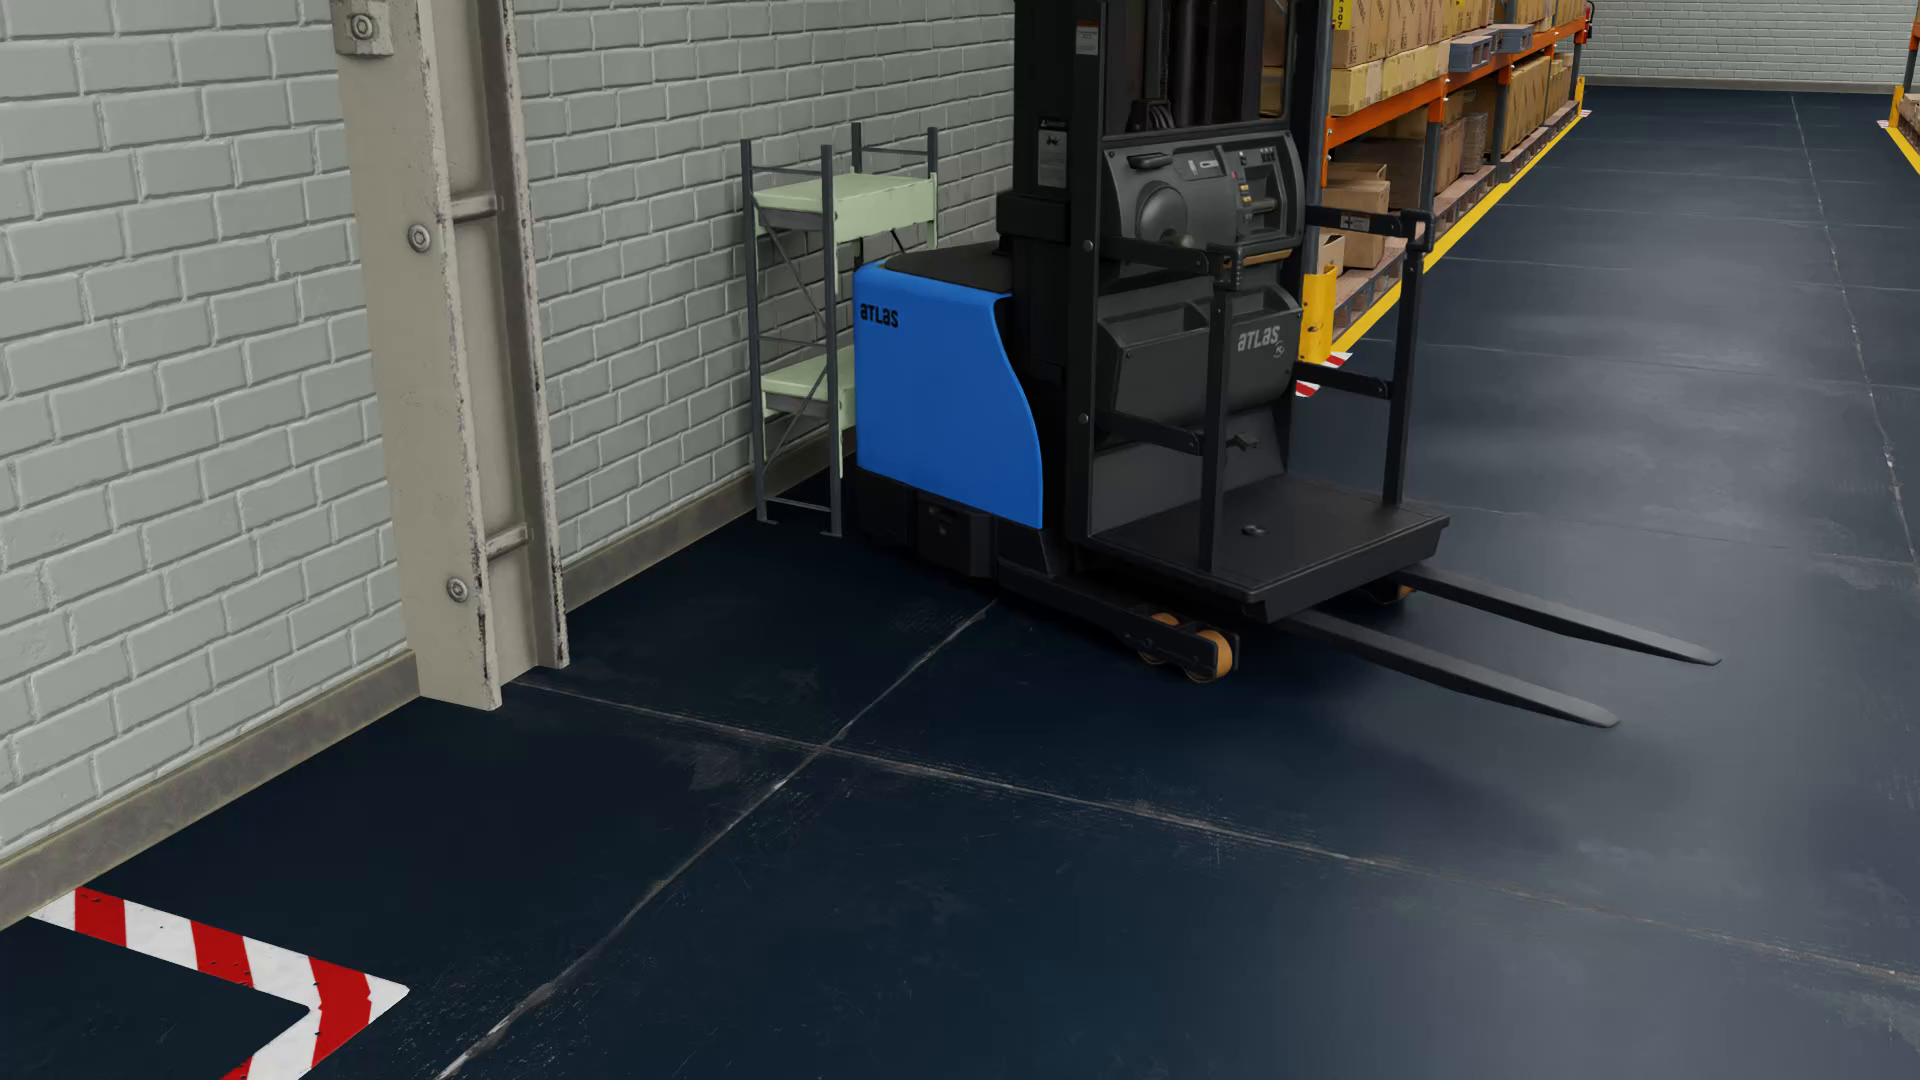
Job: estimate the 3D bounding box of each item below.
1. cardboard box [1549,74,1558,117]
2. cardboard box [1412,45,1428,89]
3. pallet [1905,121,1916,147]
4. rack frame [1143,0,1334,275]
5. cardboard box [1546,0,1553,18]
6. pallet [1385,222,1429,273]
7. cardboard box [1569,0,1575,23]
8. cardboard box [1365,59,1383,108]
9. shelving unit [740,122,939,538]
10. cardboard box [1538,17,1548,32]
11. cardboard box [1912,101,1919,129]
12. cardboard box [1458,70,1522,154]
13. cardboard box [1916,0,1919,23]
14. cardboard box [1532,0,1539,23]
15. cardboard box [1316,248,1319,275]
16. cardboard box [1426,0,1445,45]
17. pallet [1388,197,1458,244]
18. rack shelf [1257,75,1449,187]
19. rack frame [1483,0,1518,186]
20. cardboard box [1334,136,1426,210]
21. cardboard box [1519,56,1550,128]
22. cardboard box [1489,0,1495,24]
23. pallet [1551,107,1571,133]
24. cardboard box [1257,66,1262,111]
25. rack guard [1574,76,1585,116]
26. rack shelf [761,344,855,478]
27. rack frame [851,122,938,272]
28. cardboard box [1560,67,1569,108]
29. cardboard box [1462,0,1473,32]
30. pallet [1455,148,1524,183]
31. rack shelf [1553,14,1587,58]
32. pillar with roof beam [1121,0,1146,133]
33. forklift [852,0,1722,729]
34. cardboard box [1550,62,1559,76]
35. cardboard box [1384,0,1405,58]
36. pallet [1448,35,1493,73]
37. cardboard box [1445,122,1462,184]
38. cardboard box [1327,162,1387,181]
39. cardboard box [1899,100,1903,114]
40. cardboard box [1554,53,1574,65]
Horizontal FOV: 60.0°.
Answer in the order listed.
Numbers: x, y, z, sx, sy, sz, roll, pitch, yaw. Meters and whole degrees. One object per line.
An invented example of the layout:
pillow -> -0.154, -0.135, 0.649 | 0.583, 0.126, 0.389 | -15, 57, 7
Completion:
cardboard box -> 7.008, -5.536, 20.664 | 0.700, 0.500, 0.500 | 8, 21, 22
cardboard box -> 2.803, -3.148, 11.039 | 0.500, 0.250, 0.500 | 8, 21, 22
pallet -> 11.701, -4.740, 19.483 | 1.003, 0.211, 1.213 | 9, 21, 23
rack frame -> 1.486, -2.480, 8.966 | 1.000, 3.000, 0.127 | 9, 21, 23
cardboard box -> 6.241, -6.012, 18.275 | 0.500, 0.500, 0.500 | 9, 21, 23
pallet -> 2.881, -2.179, 12.281 | 1.003, 0.211, 1.213 | 9, 21, 23
cardboard box -> 7.229, -6.900, 20.946 | 0.980, 0.700, 0.700 | 7, 21, 20
cardboard box -> 2.175, -2.685, 9.737 | 0.500, 0.250, 0.500 | 8, 21, 21
shelving unit -> -0.453, -0.857, 6.641 | 0.431, 1.500, 0.755 | 11, 22, 29
cardboard box -> 6.236, -5.655, 18.239 | 0.380, 0.149, 0.250 | 9, 21, 23
cardboard box -> 11.202, -4.853, 18.994 | 0.500, 0.311, 0.500 | 9, 21, 23
cardboard box -> 5.182, -4.318, 16.714 | 0.750, 0.750, 0.750 | 8, 21, 22
cardboard box -> 12.136, -6.640, 20.515 | 0.500, 0.500, 0.500 | 9, 21, 24
cardboard box -> 5.621, -5.546, 16.965 | 0.500, 0.500, 0.500 | 8, 21, 22
cardboard box -> 1.851, -1.620, 9.903 | 0.500, 0.311, 0.500 | 6, 20, 17
cardboard box -> 3.013, -3.655, 11.344 | 0.500, 0.500, 0.500 | 8, 21, 22
pallet -> 3.441, -2.627, 13.542 | 1.003, 0.211, 1.213 | 9, 21, 23
rack shelf -> 2.305, -2.753, 10.806 | 1.077, 0.370, 4.000 | 9, 21, 23
rack frame -> 4.762, -4.926, 15.843 | 1.000, 3.000, 0.127 | 9, 21, 23
cardboard box -> 3.410, -2.960, 13.389 | 0.700, 0.500, 0.500 | 9, 22, 25
cardboard box -> 6.252, -5.117, 18.962 | 0.750, 0.750, 0.750 | 9, 21, 23
cardboard box -> 4.578, -5.035, 15.345 | 0.700, 0.500, 0.500 | 6, 20, 16
pallet -> 7.281, -5.431, 21.424 | 1.003, 0.211, 1.213 | 9, 21, 23
cardboard box -> 1.500, -2.589, 9.465 | 0.500, 0.250, 0.500 | 9, 21, 23
rack guard -> 8.047, -6.201, 23.159 | 1.175, 0.500, 0.348 | 9, 21, 23
rack shelf -> -0.453, -0.550, 6.751 | 0.431, 0.370, 0.720 | 11, 22, 29
rack frame -> -0.266, -0.963, 6.938 | 0.400, 1.500, 0.023 | 11, 22, 29
cardboard box -> 7.637, -6.011, 21.998 | 0.700, 0.500, 0.500 | 8, 21, 23
cardboard box -> 3.840, -4.484, 13.794 | 0.700, 0.500, 0.500 | 12, 23, 30
pallet -> 5.153, -3.843, 16.959 | 1.003, 0.211, 1.213 | 9, 21, 23
rack shelf -> 7.219, -6.421, 21.121 | 1.077, 0.370, 4.000 | 9, 21, 23
pillar with roof beam -> 4.911, -5.049, 7.236 | 9.100, 9.000, 0.400 | 9, 21, 23
forklift -> 0.951, -1.125, 5.258 | 1.130, 2.935, 3.031 | -17, 26, -39
cardboard box -> 7.106, -5.769, 20.348 | 0.380, 0.149, 0.250 | 9, 22, 25
cardboard box -> 2.384, -3.184, 10.020 | 0.500, 0.500, 0.500 | 8, 21, 21
pallet -> 3.569, -3.826, 13.038 | 1.003, 0.211, 1.213 | 9, 21, 23
cardboard box -> 4.020, -3.431, 14.713 | 0.700, 0.500, 0.500 | 8, 21, 22
cardboard box -> 2.735, -2.410, 11.842 | 0.500, 0.500, 0.500 | 7, 21, 19
cardboard box -> 11.971, -5.408, 20.770 | 0.380, 0.166, 0.250 | 9, 21, 23
cardboard box -> 7.956, -6.405, 22.138 | 0.380, 0.149, 0.250 | 8, 21, 22
